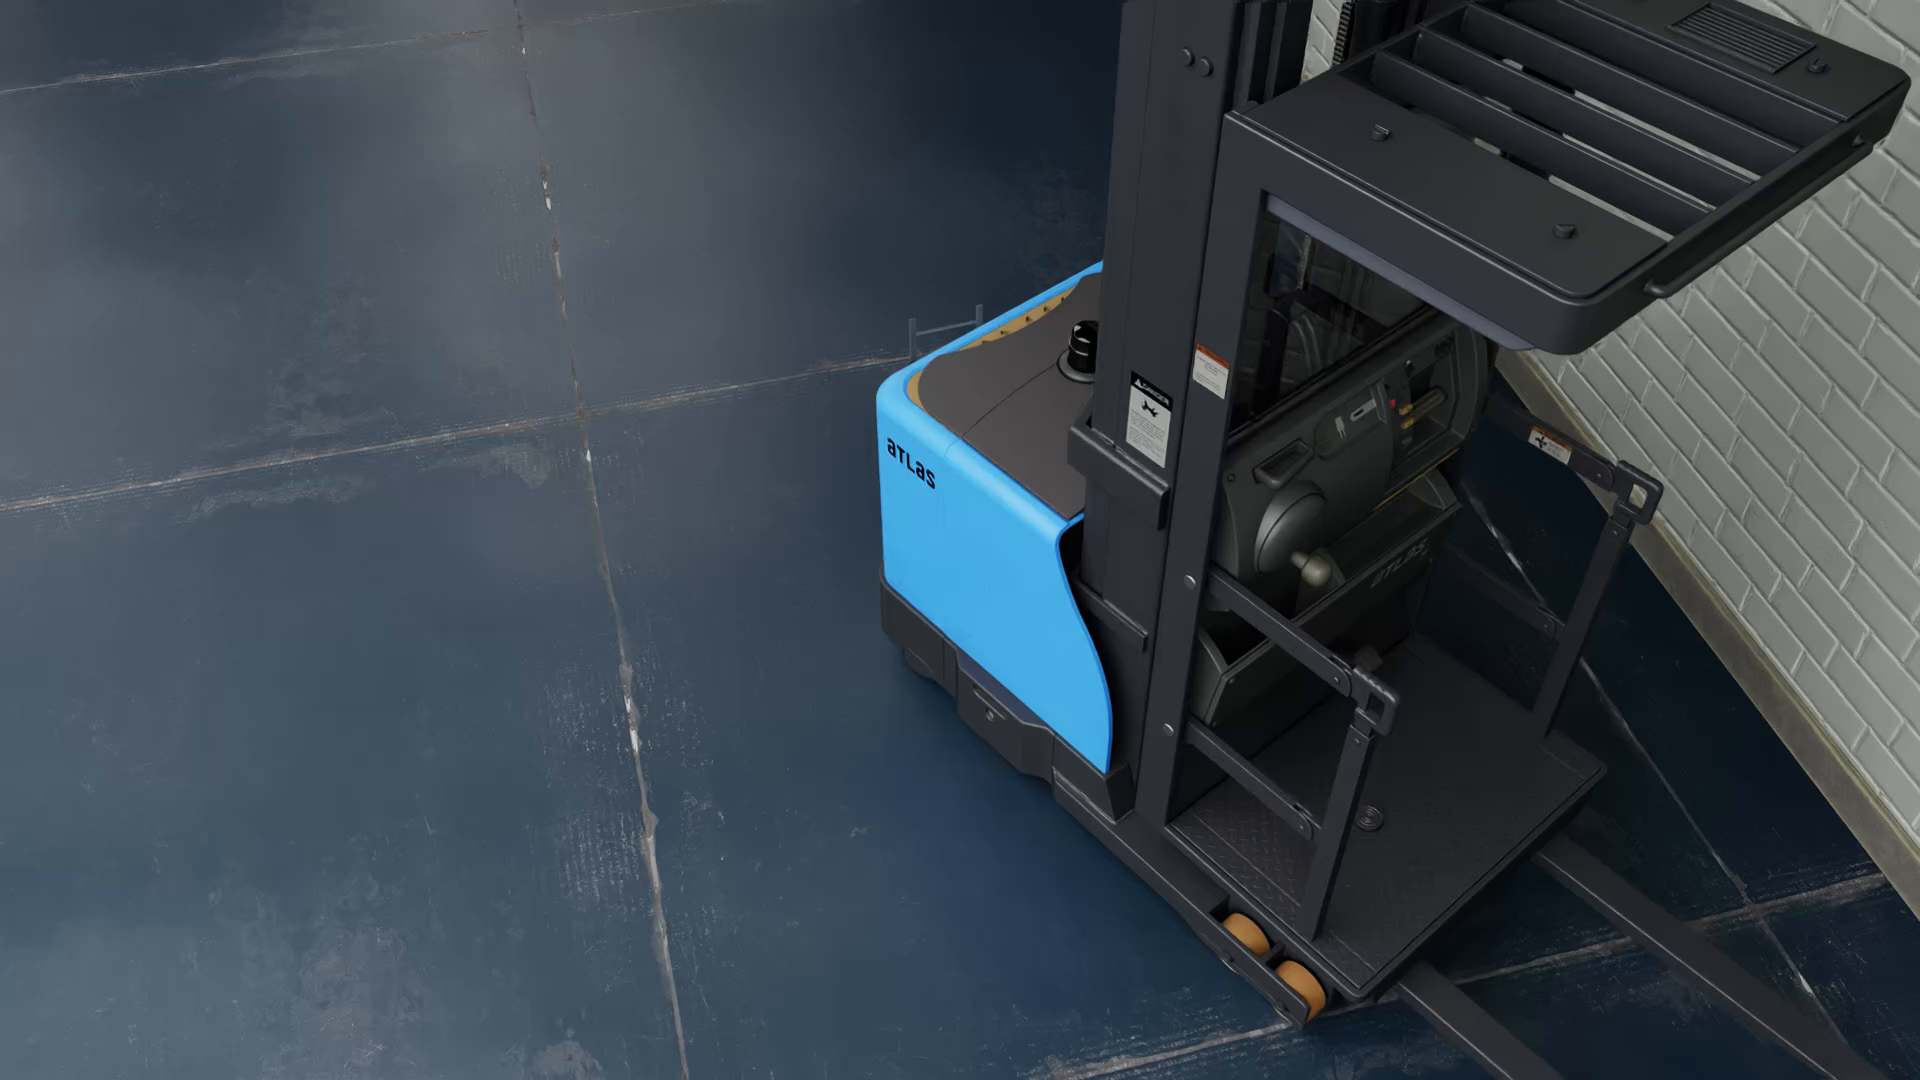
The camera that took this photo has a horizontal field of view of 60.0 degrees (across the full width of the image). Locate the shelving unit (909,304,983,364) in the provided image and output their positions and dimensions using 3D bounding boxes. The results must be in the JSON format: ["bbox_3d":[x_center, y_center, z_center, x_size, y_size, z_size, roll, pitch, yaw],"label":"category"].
[{"bbox_3d":[-0.010,-0.328,5.441,0.258,0.900,0.210,-13,47,-13],"label":"shelving unit"}]

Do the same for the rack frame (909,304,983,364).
[{"bbox_3d":[-0.042,-0.397,5.508,0.240,0.900,0.006,-13,47,-13],"label":"rack frame"}]

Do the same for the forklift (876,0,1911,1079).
[{"bbox_3d":[1.090,-0.144,3.839,1.130,2.935,3.031,-32,53,-27],"label":"forklift"}]

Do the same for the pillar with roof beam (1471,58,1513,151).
[{"bbox_3d":[-2.373,-3.446,2.827,9.100,9.000,0.400,-11,47,-10],"label":"pillar with roof beam"}]
